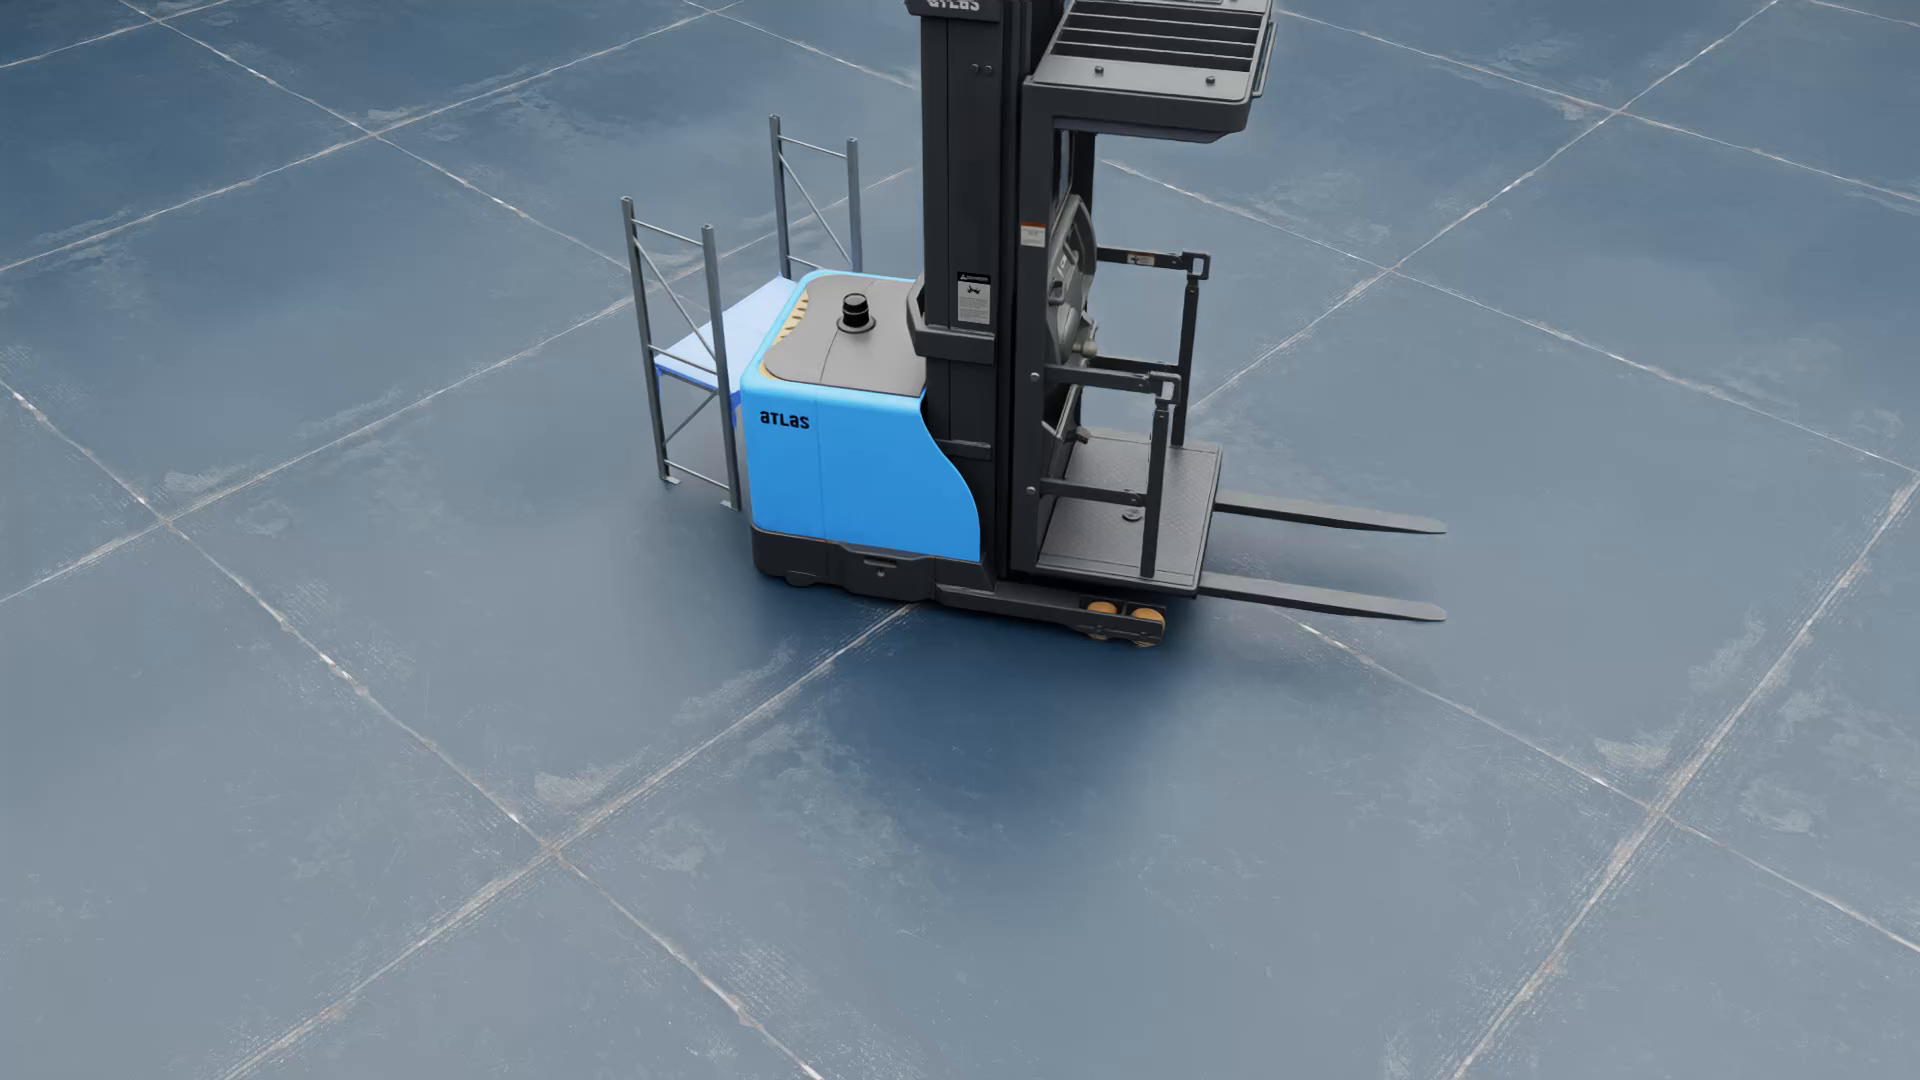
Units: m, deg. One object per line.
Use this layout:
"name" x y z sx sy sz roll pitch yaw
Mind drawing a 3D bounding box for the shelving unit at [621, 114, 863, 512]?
"shelving unit" -0.971 -1.076 7.898 0.538 1.500 1.048 23 44 26

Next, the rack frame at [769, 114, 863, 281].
"rack frame" -0.688 -1.339 8.228 0.500 1.500 0.032 23 44 26

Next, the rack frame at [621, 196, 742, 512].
"rack frame" -1.254 -0.813 7.567 0.500 1.500 0.032 23 44 26

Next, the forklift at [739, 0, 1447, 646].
"forklift" 0.640 -1.054 6.721 3.031 2.935 1.130 8 39 10

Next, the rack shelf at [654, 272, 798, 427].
"rack shelf" -0.971 -0.935 8.010 0.538 0.185 1.000 23 44 26
